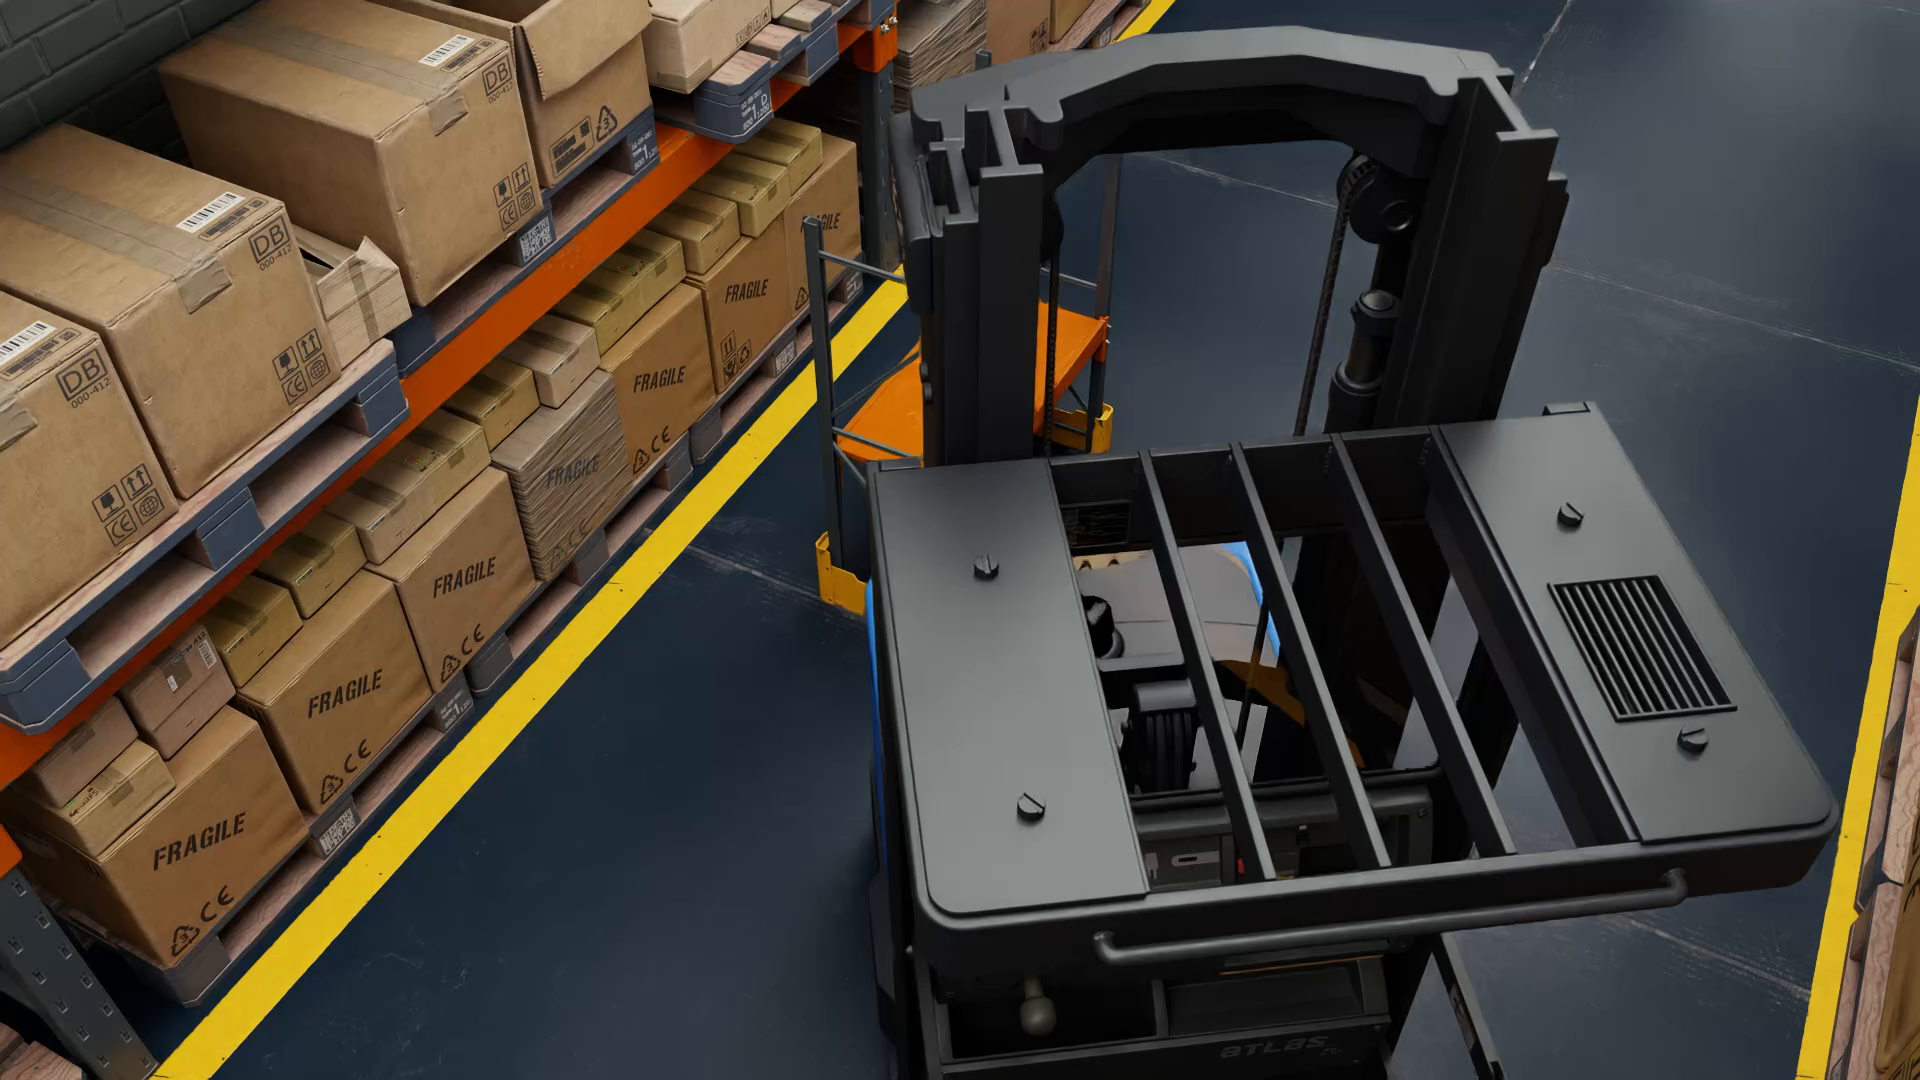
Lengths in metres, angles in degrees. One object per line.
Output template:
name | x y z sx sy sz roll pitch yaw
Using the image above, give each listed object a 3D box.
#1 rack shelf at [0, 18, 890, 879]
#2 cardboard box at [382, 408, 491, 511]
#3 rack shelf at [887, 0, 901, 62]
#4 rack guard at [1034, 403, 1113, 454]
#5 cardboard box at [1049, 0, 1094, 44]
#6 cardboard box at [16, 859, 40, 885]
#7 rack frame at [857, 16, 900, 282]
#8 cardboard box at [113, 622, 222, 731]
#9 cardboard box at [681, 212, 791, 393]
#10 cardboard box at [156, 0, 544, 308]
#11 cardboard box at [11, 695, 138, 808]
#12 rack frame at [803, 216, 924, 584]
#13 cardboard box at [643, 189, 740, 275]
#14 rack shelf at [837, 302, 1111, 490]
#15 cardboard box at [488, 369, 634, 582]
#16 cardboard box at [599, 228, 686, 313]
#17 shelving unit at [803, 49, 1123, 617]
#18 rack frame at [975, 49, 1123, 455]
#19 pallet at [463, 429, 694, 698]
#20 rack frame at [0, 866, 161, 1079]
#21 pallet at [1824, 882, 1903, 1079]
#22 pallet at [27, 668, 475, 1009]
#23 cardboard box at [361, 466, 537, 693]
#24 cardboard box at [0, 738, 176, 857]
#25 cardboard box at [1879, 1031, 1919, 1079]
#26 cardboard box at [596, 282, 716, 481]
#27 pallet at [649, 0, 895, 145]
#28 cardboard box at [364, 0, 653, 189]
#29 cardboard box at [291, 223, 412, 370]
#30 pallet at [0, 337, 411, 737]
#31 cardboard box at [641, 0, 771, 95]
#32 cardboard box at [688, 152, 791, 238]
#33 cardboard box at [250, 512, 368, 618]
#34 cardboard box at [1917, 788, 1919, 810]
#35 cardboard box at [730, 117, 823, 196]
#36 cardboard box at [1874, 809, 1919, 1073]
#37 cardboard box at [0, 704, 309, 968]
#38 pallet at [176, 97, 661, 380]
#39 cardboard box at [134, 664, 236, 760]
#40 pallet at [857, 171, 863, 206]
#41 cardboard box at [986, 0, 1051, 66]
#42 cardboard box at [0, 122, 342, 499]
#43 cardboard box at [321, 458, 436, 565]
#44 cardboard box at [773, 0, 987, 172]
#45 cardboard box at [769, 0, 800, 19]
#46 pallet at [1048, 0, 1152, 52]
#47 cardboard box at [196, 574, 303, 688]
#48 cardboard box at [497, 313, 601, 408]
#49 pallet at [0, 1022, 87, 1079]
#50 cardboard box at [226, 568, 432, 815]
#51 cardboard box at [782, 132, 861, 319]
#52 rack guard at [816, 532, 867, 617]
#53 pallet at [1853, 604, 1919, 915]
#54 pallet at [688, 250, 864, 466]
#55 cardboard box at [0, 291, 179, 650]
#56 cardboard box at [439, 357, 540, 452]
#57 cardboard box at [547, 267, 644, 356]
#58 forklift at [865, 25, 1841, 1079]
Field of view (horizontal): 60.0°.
rack shelf | -1.649 -0.802 4.939 1.077 0.370 4.000 20 49 19
cardboard box | -1.625 -0.273 4.917 0.380 0.149 0.250 22 49 20
rack shelf | 0.208 -3.322 7.430 1.077 0.370 4.000 20 49 19
rack guard | 0.267 -0.450 6.019 0.587 0.250 0.087 20 49 19
cardboard box | 0.190 -2.854 7.837 0.875 0.625 0.625 19 48 17
cardboard box | -2.611 0.529 4.580 0.500 0.500 0.500 20 49 19
rack frame | -0.721 -2.315 5.929 1.000 3.000 0.127 20 49 19
cardboard box | -2.097 0.286 4.155 0.380 0.149 0.250 18 48 17
cardboard box | -0.968 -0.934 6.027 0.500 0.500 0.500 20 49 18
cardboard box | -1.550 -1.029 4.293 0.700 0.500 0.500 20 49 19
cardboard box | -2.229 0.445 3.998 0.380 0.149 0.250 20 49 18
rack frame | -0.196 -0.261 4.953 0.500 1.500 0.032 20 49 19
cardboard box | -0.986 -1.083 5.718 0.380 0.149 0.250 19 48 18
rack shelf | 0.040 -0.455 5.398 0.538 0.185 1.000 20 49 19
cardboard box | -1.433 -0.271 5.371 0.500 0.500 0.500 19 48 18
cardboard box | -1.149 -0.932 5.568 0.380 0.149 0.250 22 49 20
shelving unit | 0.035 -0.575 5.264 0.587 1.500 1.083 20 49 19
rack frame | 0.276 -0.901 5.586 0.500 1.500 0.032 20 49 19
pallet | -1.668 -0.111 5.711 1.003 0.211 1.213 20 49 19
rack frame | -2.577 0.205 3.438 1.000 3.000 0.127 20 49 19
pallet | 2.677 1.539 4.080 1.003 0.211 1.213 20 49 19
pallet | -2.233 0.661 4.949 1.003 0.211 1.213 20 49 19
cardboard box | -1.679 0.054 5.050 0.500 0.500 0.500 19 48 18
cardboard box | -2.175 0.570 4.084 0.380 0.149 0.250 23 50 21
cardboard box | 2.450 1.452 3.404 0.875 0.875 0.875 22 49 20
cardboard box | -1.209 -0.604 5.700 0.500 0.500 0.500 22 49 21
pallet | -0.973 -1.797 5.552 1.213 0.211 1.003 20 49 19
cardboard box | -1.314 -1.409 4.666 0.797 0.503 0.637 19 48 18
cardboard box | -1.593 -0.644 4.077 0.396 0.266 0.258 23 50 21
pallet | -2.110 -0.195 3.968 1.003 0.211 1.213 20 49 19
cardboard box | -0.924 -1.638 5.070 0.500 0.250 0.500 18 48 17
cardboard box | -0.825 -1.235 5.868 0.380 0.149 0.250 18 48 17
cardboard box | -1.891 0.027 4.620 0.380 0.149 0.250 20 49 18
cardboard box | 3.283 0.329 4.515 0.875 0.875 0.875 20 49 19
cardboard box | -0.725 -1.417 6.048 0.380 0.149 0.250 18 48 17
cardboard box | 2.866 0.889 3.961 0.875 0.875 0.875 21 49 20
cardboard box | -2.153 0.706 4.406 0.500 0.500 0.500 22 49 21
pallet | -1.619 -1.021 4.785 1.003 0.211 1.213 20 49 19
cardboard box | -2.115 0.370 4.281 0.380 0.149 0.250 19 48 18
pallet | -0.304 -1.840 7.420 1.003 0.211 1.213 20 49 19
cardboard box | -0.122 -2.430 7.417 0.875 0.625 0.625 22 49 20
cardboard box | -1.914 -0.535 3.804 0.700 0.500 0.500 21 49 19
cardboard box | -1.742 -0.118 4.763 0.380 0.149 0.250 20 49 19
cardboard box | -0.419 -2.016 7.008 0.875 0.625 0.625 22 49 20
cardboard box | -0.686 -1.834 5.335 0.380 0.149 0.250 21 49 20
pallet | 0.264 -2.606 8.177 1.003 0.211 1.213 20 49 19
cardboard box | -2.006 0.205 4.445 0.380 0.149 0.250 18 48 17
cardboard box | -1.366 -0.591 5.231 0.380 0.149 0.250 18 48 17
pallet | -2.897 1.618 4.003 1.003 0.211 1.213 20 49 19
cardboard box | -1.915 0.367 4.740 0.500 0.500 0.500 20 49 19
cardboard box | -0.726 -1.246 6.335 0.500 0.500 0.500 22 49 20
rack guard | -0.196 0.178 5.398 0.587 0.250 0.087 20 49 19
pallet | 3.245 0.774 4.837 1.003 0.211 1.213 20 49 19
pallet | -1.101 -0.877 6.468 1.003 0.211 1.213 20 49 19
cardboard box | -2.155 -0.209 3.482 0.700 0.500 0.500 22 49 20
cardboard box | -1.525 -0.453 5.095 0.380 0.149 0.250 21 49 19
cardboard box | -1.264 -0.775 5.413 0.380 0.149 0.250 20 49 18
forklift | 0.440 0.779 2.919 1.130 2.935 3.031 -5 46 -5
